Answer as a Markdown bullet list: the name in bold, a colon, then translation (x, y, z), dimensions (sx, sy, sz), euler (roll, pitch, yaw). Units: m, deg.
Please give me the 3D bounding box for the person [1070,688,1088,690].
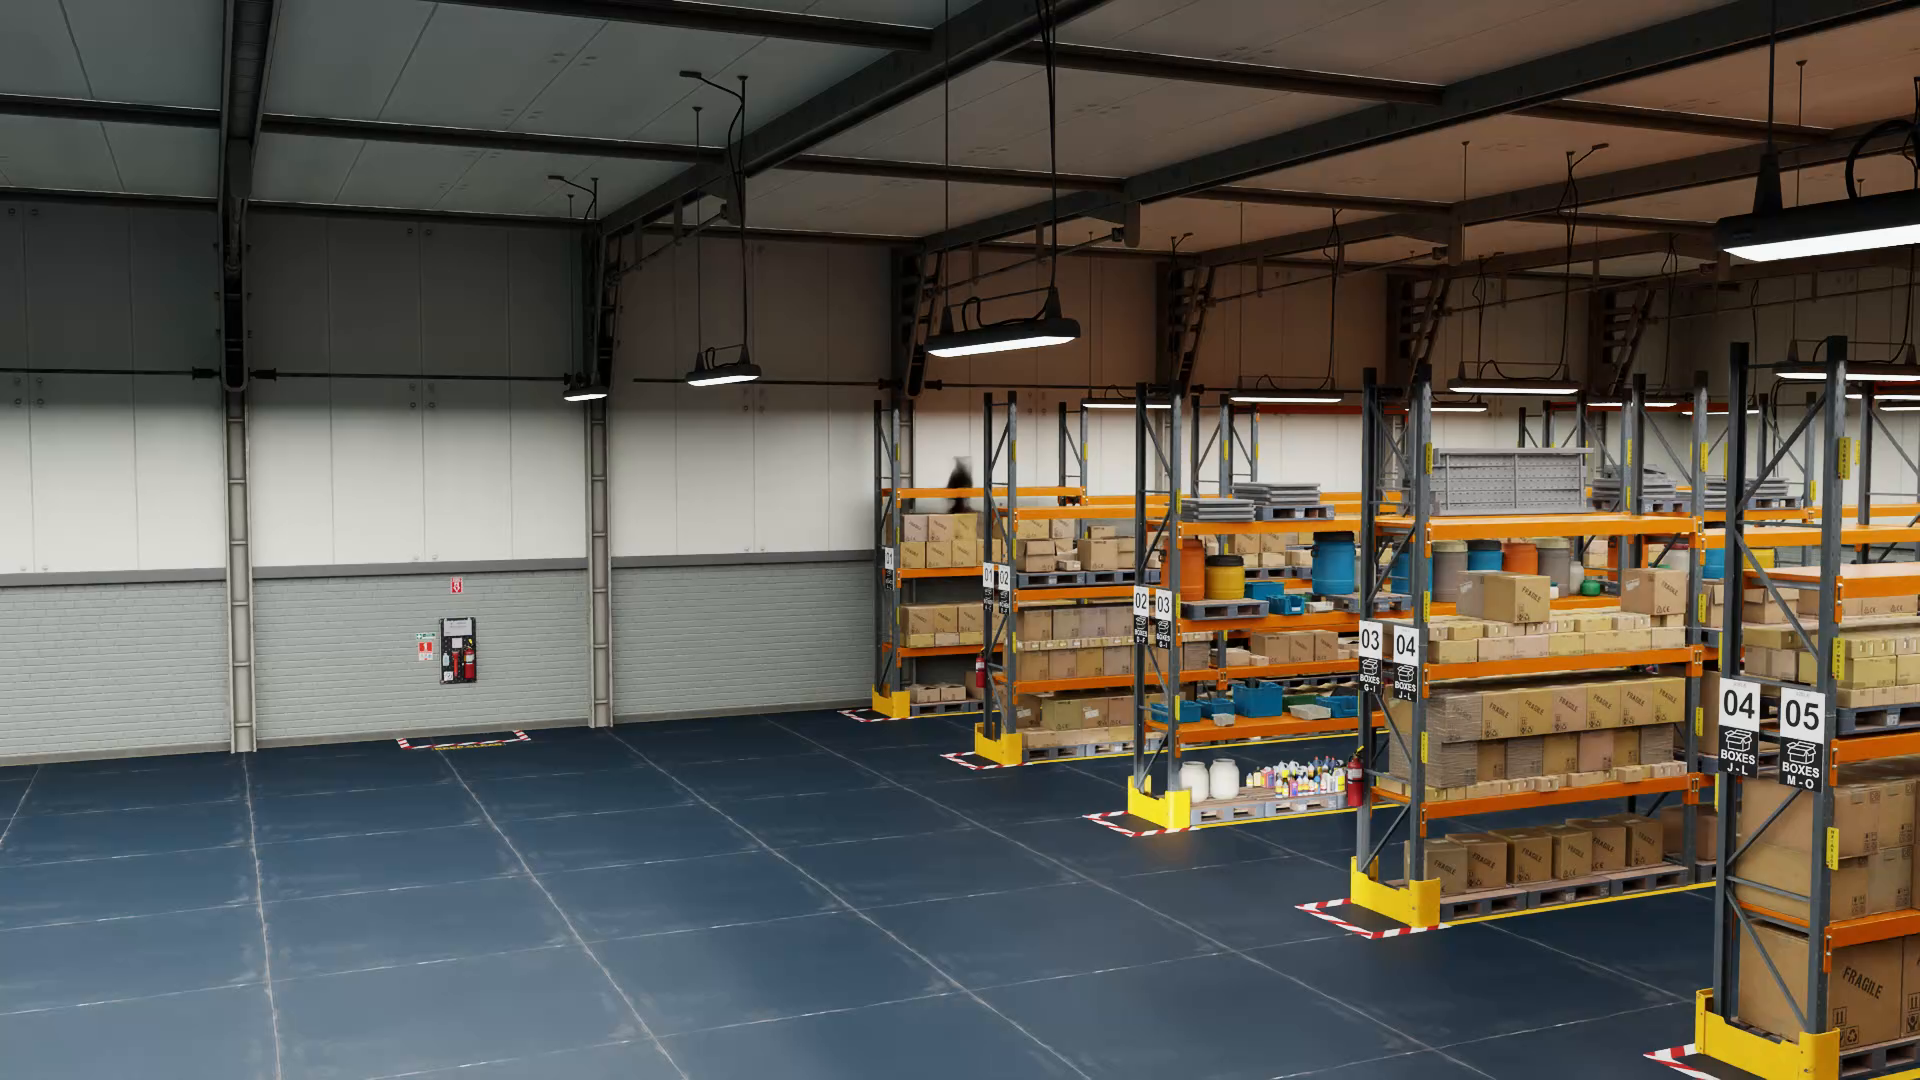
- **person**: translation (2.209, 2.578, 30.706), dimensions (0.762, 1.617, 0.613), euler (-2, 4, -30)
